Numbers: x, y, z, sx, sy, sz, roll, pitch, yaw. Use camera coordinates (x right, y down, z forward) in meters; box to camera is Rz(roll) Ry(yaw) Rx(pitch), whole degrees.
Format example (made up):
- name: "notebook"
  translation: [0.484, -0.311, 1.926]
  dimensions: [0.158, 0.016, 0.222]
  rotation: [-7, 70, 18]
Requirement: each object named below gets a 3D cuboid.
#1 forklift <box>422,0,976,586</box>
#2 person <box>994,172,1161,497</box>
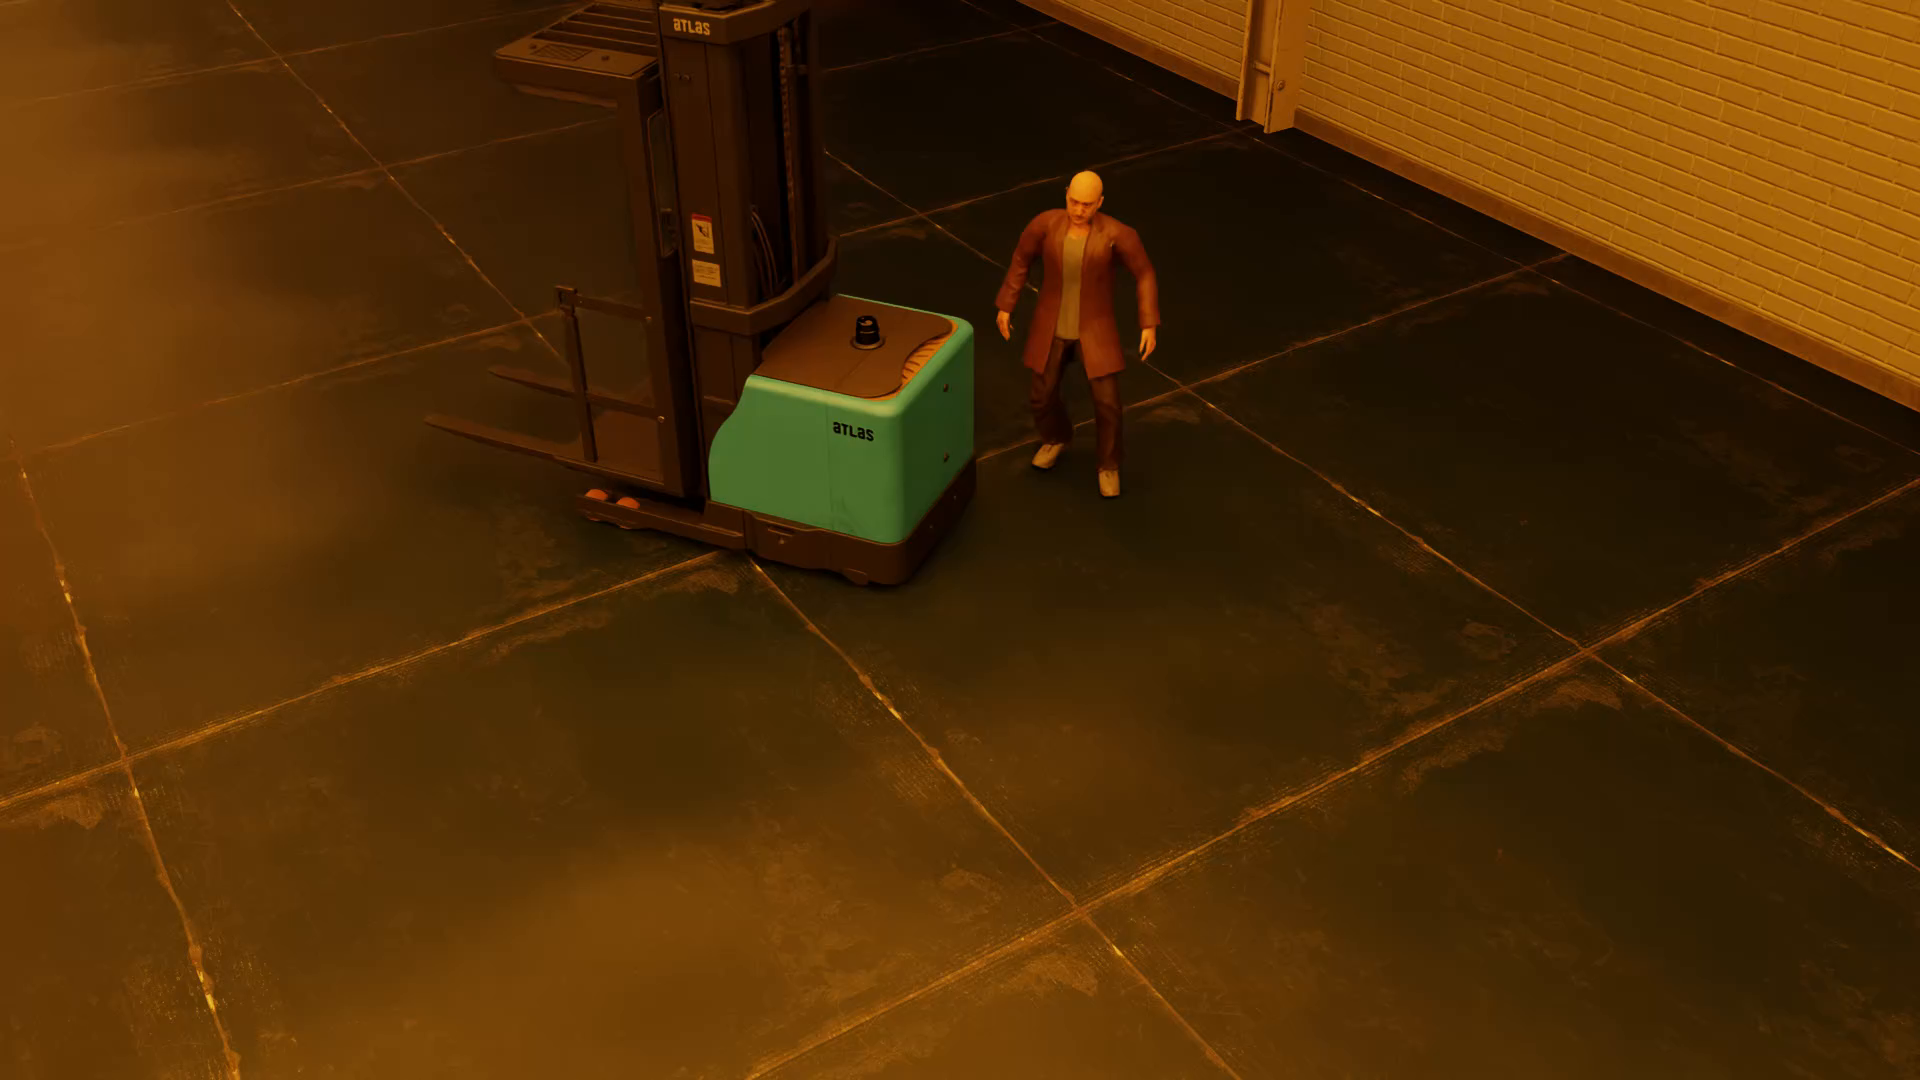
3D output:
- name: "forklift"
  translation: [-1.479, -1.519, 8.310]
  dimensions: [3.031, 2.935, 1.130]
  rotation: [14, 37, 19]
- name: "person"
  translation: [0.600, -1.104, 8.768]
  dimensions: [0.906, 1.734, 0.519]
  rotation: [11, 37, 15]
